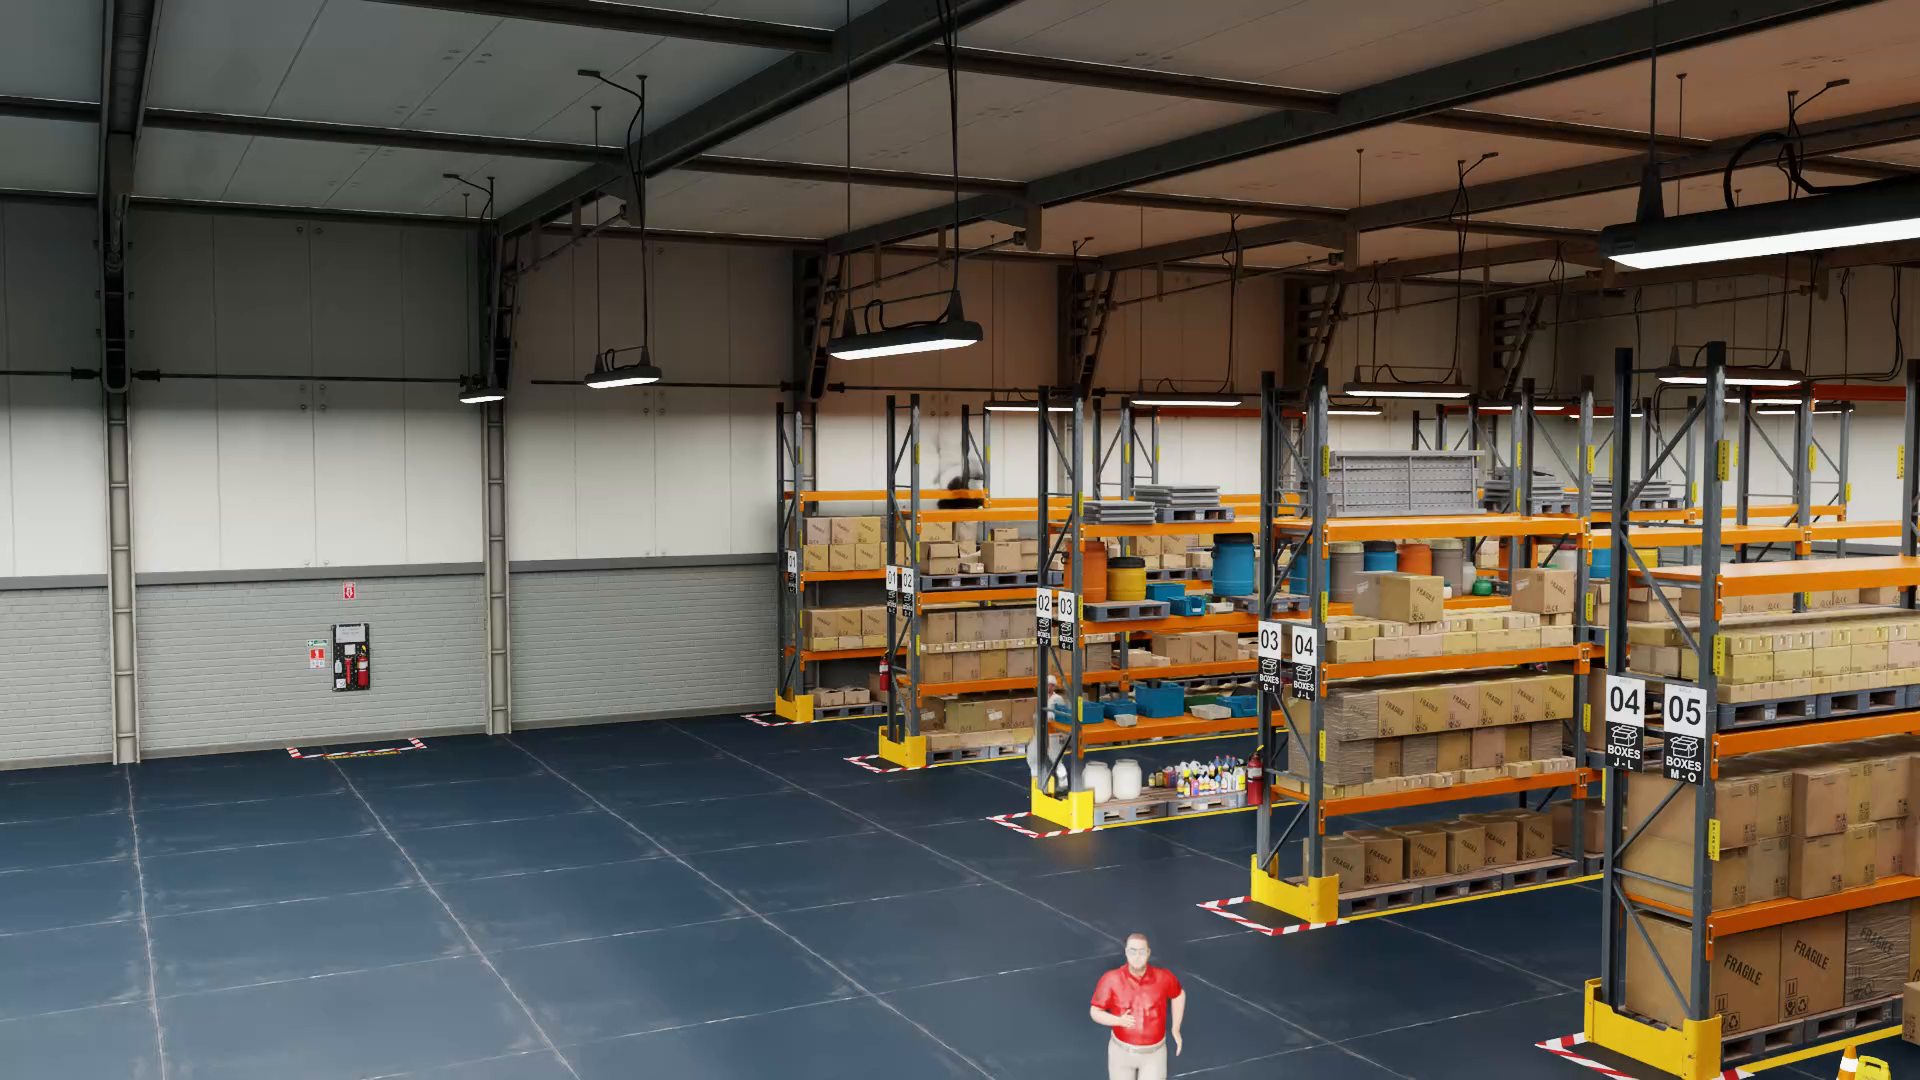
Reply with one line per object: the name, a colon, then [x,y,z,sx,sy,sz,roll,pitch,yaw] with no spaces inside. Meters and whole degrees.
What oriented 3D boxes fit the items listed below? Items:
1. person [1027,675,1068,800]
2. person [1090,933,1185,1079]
person: [1.277,2.892,24.373,0.641,1.839,0.761,3,4,44]
person: [1.244,3.626,11.650,0.656,1.724,0.964,0,3,8]
